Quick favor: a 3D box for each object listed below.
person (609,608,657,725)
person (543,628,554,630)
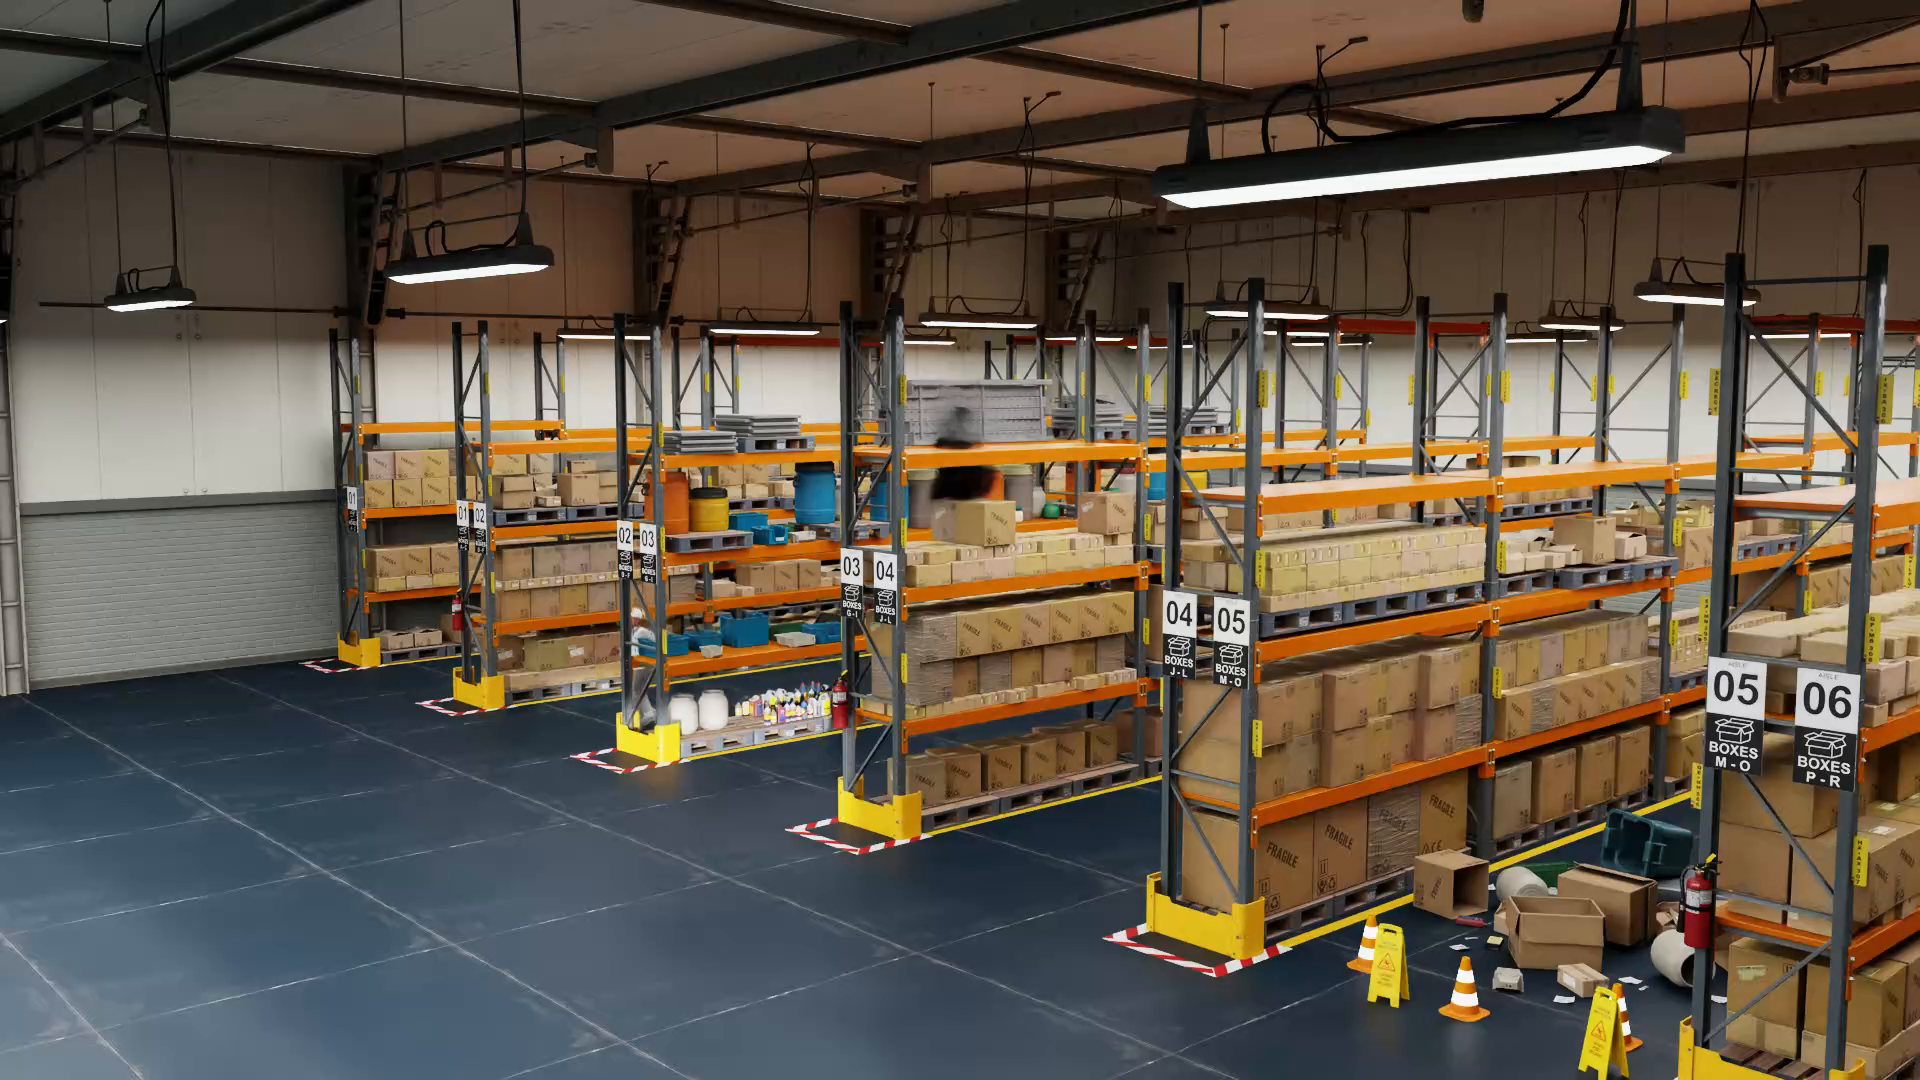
[{"bbox_3d":[-4.750,1.898,24.286,0.756,1.822,0.635,-5,8,-44],"label":"person"},{"bbox_3d":[-7.165,1.477,29.046,0.530,1.718,0.763,5,8,41],"label":"person"}]
